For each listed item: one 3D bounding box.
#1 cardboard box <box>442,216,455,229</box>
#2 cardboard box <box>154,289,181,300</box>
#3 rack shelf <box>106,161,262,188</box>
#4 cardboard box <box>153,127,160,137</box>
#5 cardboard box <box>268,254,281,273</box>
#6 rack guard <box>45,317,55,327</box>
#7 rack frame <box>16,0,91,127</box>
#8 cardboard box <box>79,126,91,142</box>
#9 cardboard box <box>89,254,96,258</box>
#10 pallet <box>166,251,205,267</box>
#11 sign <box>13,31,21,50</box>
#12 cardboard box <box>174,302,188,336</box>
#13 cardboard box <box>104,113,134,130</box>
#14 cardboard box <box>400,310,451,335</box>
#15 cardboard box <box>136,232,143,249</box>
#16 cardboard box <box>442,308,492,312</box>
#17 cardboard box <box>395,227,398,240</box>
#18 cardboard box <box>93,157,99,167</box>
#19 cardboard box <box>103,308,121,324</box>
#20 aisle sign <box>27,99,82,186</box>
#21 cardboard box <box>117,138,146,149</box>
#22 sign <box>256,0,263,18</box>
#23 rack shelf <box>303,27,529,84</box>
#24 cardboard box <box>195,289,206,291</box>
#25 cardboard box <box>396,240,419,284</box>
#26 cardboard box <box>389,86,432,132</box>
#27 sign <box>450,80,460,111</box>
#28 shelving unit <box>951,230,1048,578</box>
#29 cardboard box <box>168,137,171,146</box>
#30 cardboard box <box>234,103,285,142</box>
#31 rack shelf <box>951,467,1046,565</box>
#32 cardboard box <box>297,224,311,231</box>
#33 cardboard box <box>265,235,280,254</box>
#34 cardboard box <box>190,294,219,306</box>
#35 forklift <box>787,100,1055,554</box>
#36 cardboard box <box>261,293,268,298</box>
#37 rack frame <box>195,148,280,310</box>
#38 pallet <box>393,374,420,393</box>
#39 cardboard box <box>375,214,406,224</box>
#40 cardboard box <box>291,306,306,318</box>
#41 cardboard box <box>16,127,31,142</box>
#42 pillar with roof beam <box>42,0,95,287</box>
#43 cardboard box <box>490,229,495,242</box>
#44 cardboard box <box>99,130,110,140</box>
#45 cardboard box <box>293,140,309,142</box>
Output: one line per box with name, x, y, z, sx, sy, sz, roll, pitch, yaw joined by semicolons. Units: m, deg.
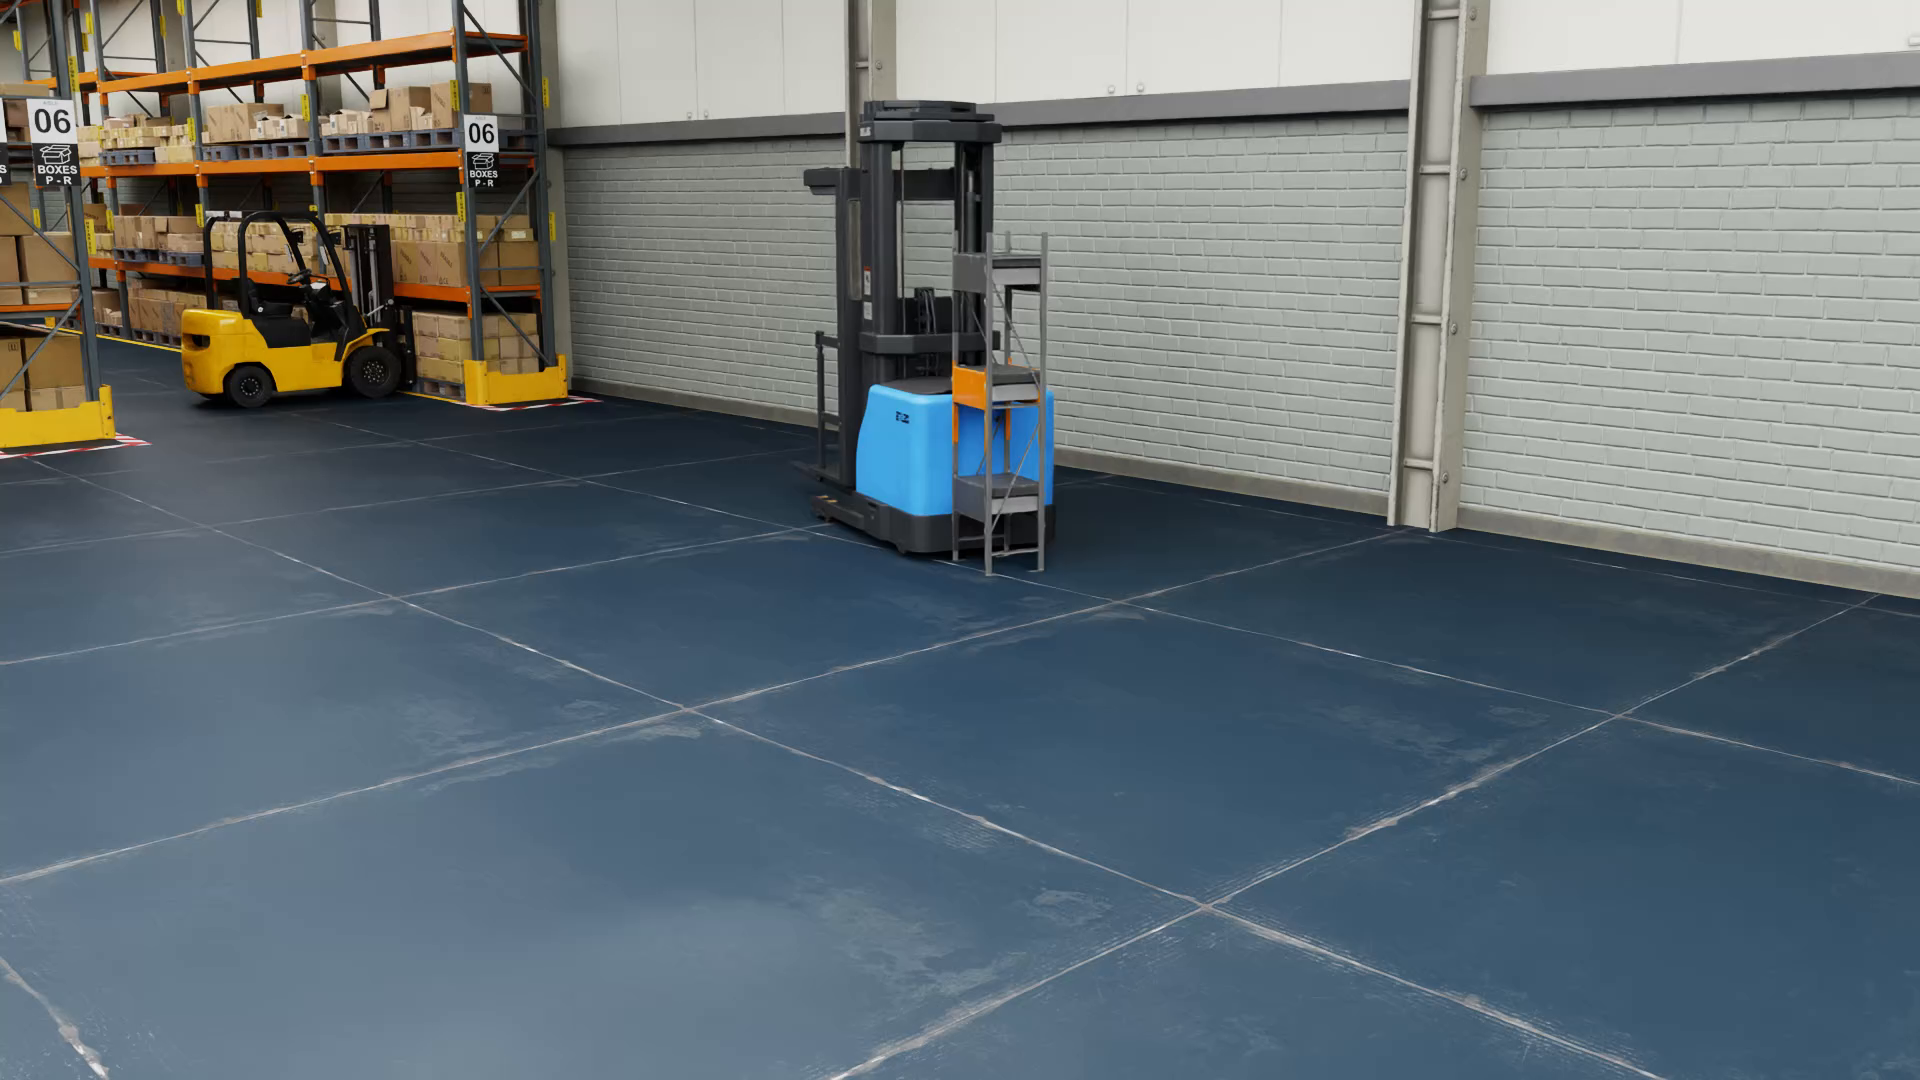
cardboard box;-5.738;-3.663;19.164;0.380;0.149;0.250;-11;16;-42
cardboard box;-12.600;-3.912;26.511;0.380;0.149;0.250;-11;16;-43
rack shelf;-12.051;-5.672;25.859;1.077;0.370;4.000;-11;16;-43
cardboard box;-12.018;-6.198;25.277;0.380;0.149;0.250;-11;16;-42
cardboard box;-9.117;-3.793;22.759;0.500;0.250;0.500;-11;16;-42
rack guard;-16.142;-4.196;30.538;1.175;0.500;0.348;-11;16;-43
rack frame;-16.195;-8.369;29.734;1.000;3.000;0.127;-11;16;-43
cardboard box;-14.312;-6.746;27.686;0.500;0.250;0.500;-11;16;-43
cardboard box;-14.586;-4.881;28.290;0.380;0.149;0.250;-11;16;-43
pallet;-11.189;-4.259;25.124;1.213;0.211;1.003;-11;16;-43
sign;-16.587;-8.790;29.265;0.100;0.325;0.005;-11;16;-43
cardboard box;-11.819;-3.427;25.767;0.500;0.500;0.500;-10;15;-40
cardboard box;-13.477;-6.704;26.655;0.396;0.266;0.258;-11;16;-43
cardboard box;-6.402;-2.614;19.963;0.500;0.250;0.500;-11;16;-42
cardboard box;-12.751;-4.731;26.233;0.396;0.266;0.258;-10;15;-40
cardboard box;-6.026;-2.688;20.321;0.500;0.250;0.500;-11;16;-43
cardboard box;-6.598;-3.707;20.116;0.380;0.149;0.250;-11;16;-43
cardboard box;-14.061;-6.241;27.459;0.380;0.149;0.250;-11;16;-43
cardboard box;-14.276;-3.806;28.188;0.396;0.266;0.258;-10;15;-41
aisle sign;-8.466;-3.711;15.549;0.394;0.787;0.004;-11;16;-43
cardboard box;-13.002;-6.234;26.138;0.380;0.149;0.250;-11;16;-42
sign;-10.271;-7.815;24.335;0.100;0.325;0.005;-11;16;-43
rack shelf;-6.527;-5.778;19.930;1.077;0.370;4.000;-11;16;-43
cardboard box;-12.045;-3.950;26.696;0.380;0.149;0.250;-11;16;-42
cardboard box;-6.381;-3.332;19.903;0.500;0.500;0.500;-11;16;-44
cardboard box;-6.262;-5.063;19.582;0.700;0.500;0.500;-11;16;-42
sign;-5.548;-4.886;18.264;0.100;0.325;0.005;-11;16;-43
shelving unit;0.240;-0.858;10.372;0.431;2.100;0.503;-5;13;-24
cardboard box;-11.756;-6.029;25.190;0.380;0.149;0.250;-11;16;-42
cardboard box;-9.643;-5.748;22.908;0.500;0.500;0.500;-10;16;-41
rack shelf;0.240;-0.159;10.516;0.431;0.518;0.480;-5;13;-24
cardboard box;-8.627;-4.144;22.234;0.380;0.149;0.250;-11;16;-43
cardboard box;-9.141;-4.037;22.704;0.500;0.250;0.500;-10;16;-41
cardboard box;-11.405;-3.635;25.168;0.250;0.149;0.380;11;16;42
forklift;-0.446;-1.597;11.899;1.130;2.935;3.031;-5;13;-24
cardboard box;-10.805;-3.682;25.397;0.380;0.149;0.250;-10;15;-40
rack frame;-10.670;-4.264;24.672;1.000;3.000;0.127;-11;16;-43
pallet;-6.542;-2.014;20.664;1.003;0.211;1.213;-11;16;-43
cardboard box;-6.955;-3.927;20.448;0.380;0.149;0.250;-11;16;-43
cardboard box;-8.807;-2.911;22.953;0.875;0.625;0.625;-11;16;-43
cardboard box;-8.727;-3.844;15.822;0.380;0.149;0.250;-11;16;-42
pillar with roof beam;-20.519;-8.289;29.342;9.100;9.000;0.548;-11;16;-43
cardboard box;-5.409;-3.575;19.477;0.380;0.149;0.250;-11;16;-43
cardboard box;-13.543;-6.489;26.638;0.380;0.149;0.250;-10;15;-41
cardboard box;-9.145;-5.573;22.884;0.380;0.166;0.250;-11;16;-43
